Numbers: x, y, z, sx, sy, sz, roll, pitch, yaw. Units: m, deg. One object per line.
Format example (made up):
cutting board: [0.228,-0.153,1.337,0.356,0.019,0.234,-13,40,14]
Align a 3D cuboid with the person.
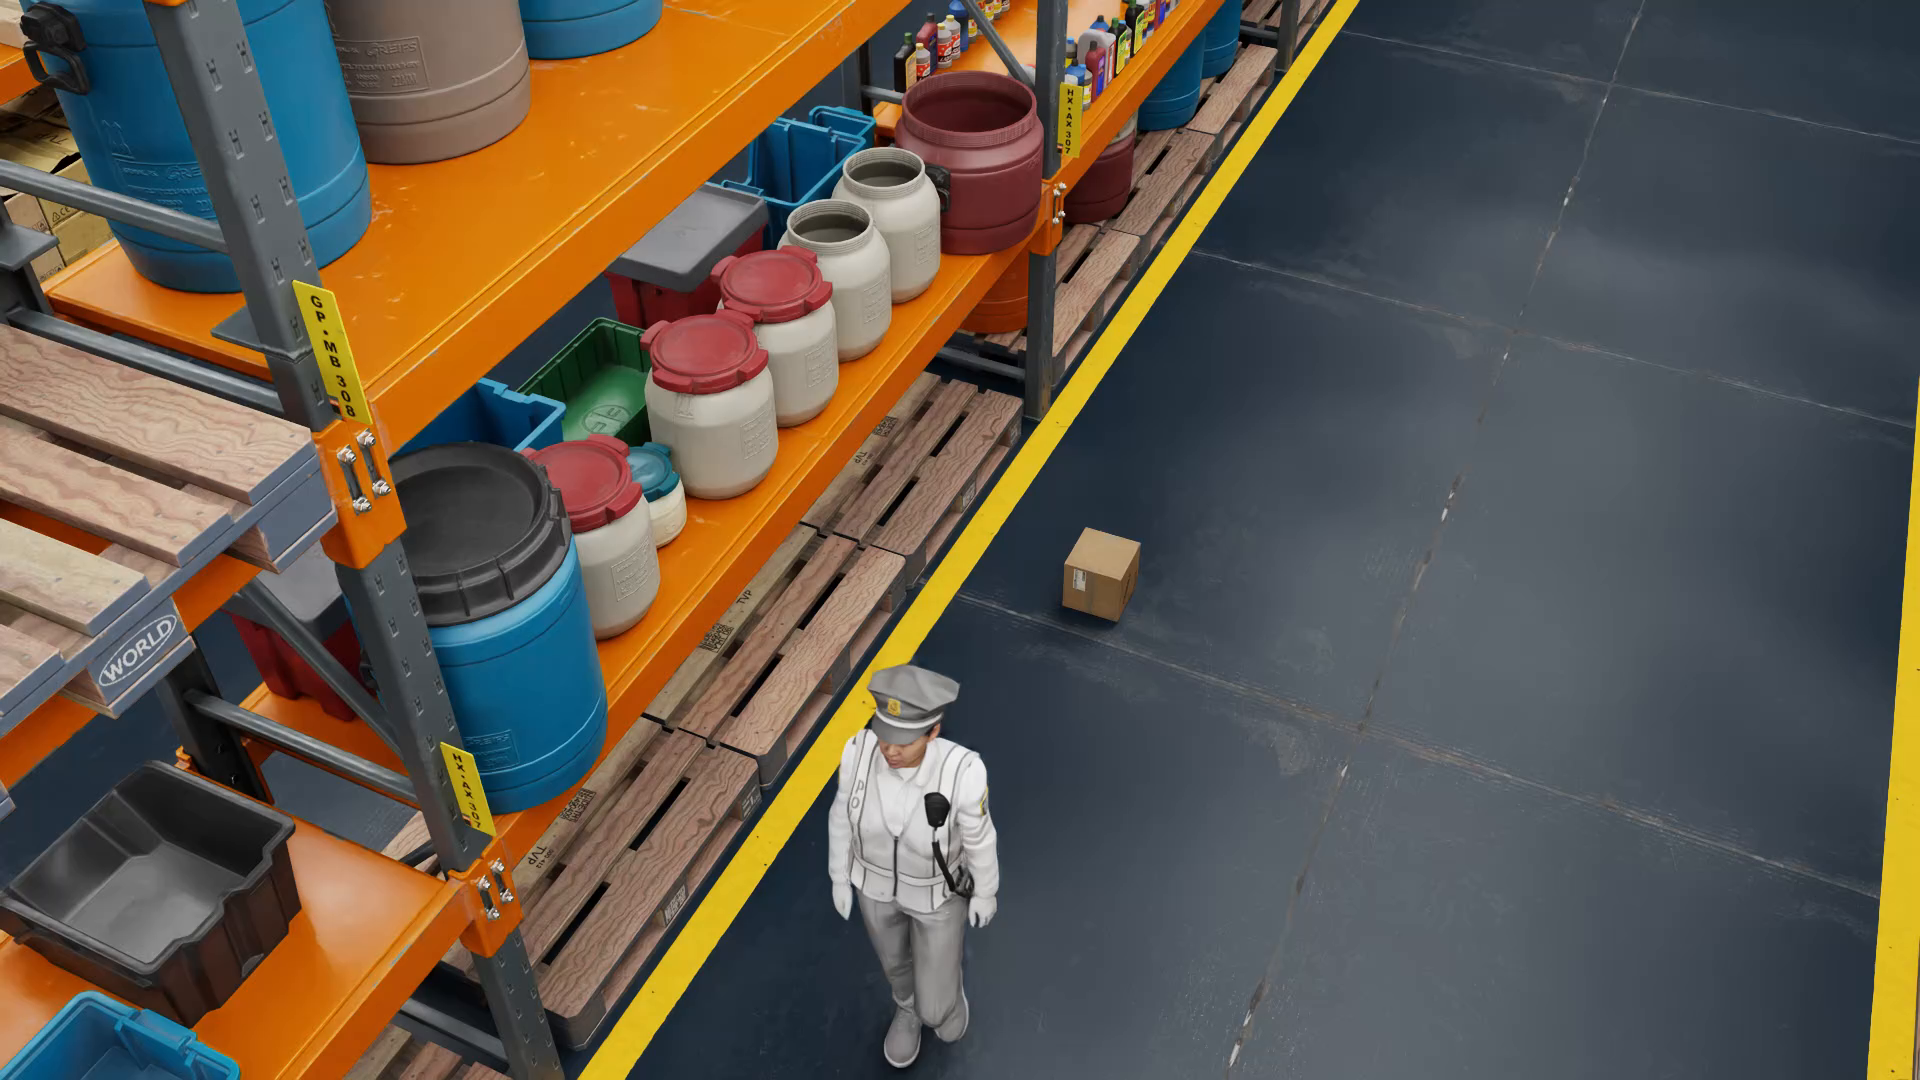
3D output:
person: [-0.155,1.041,4.950,0.518,1.689,0.437,12,44,13]
